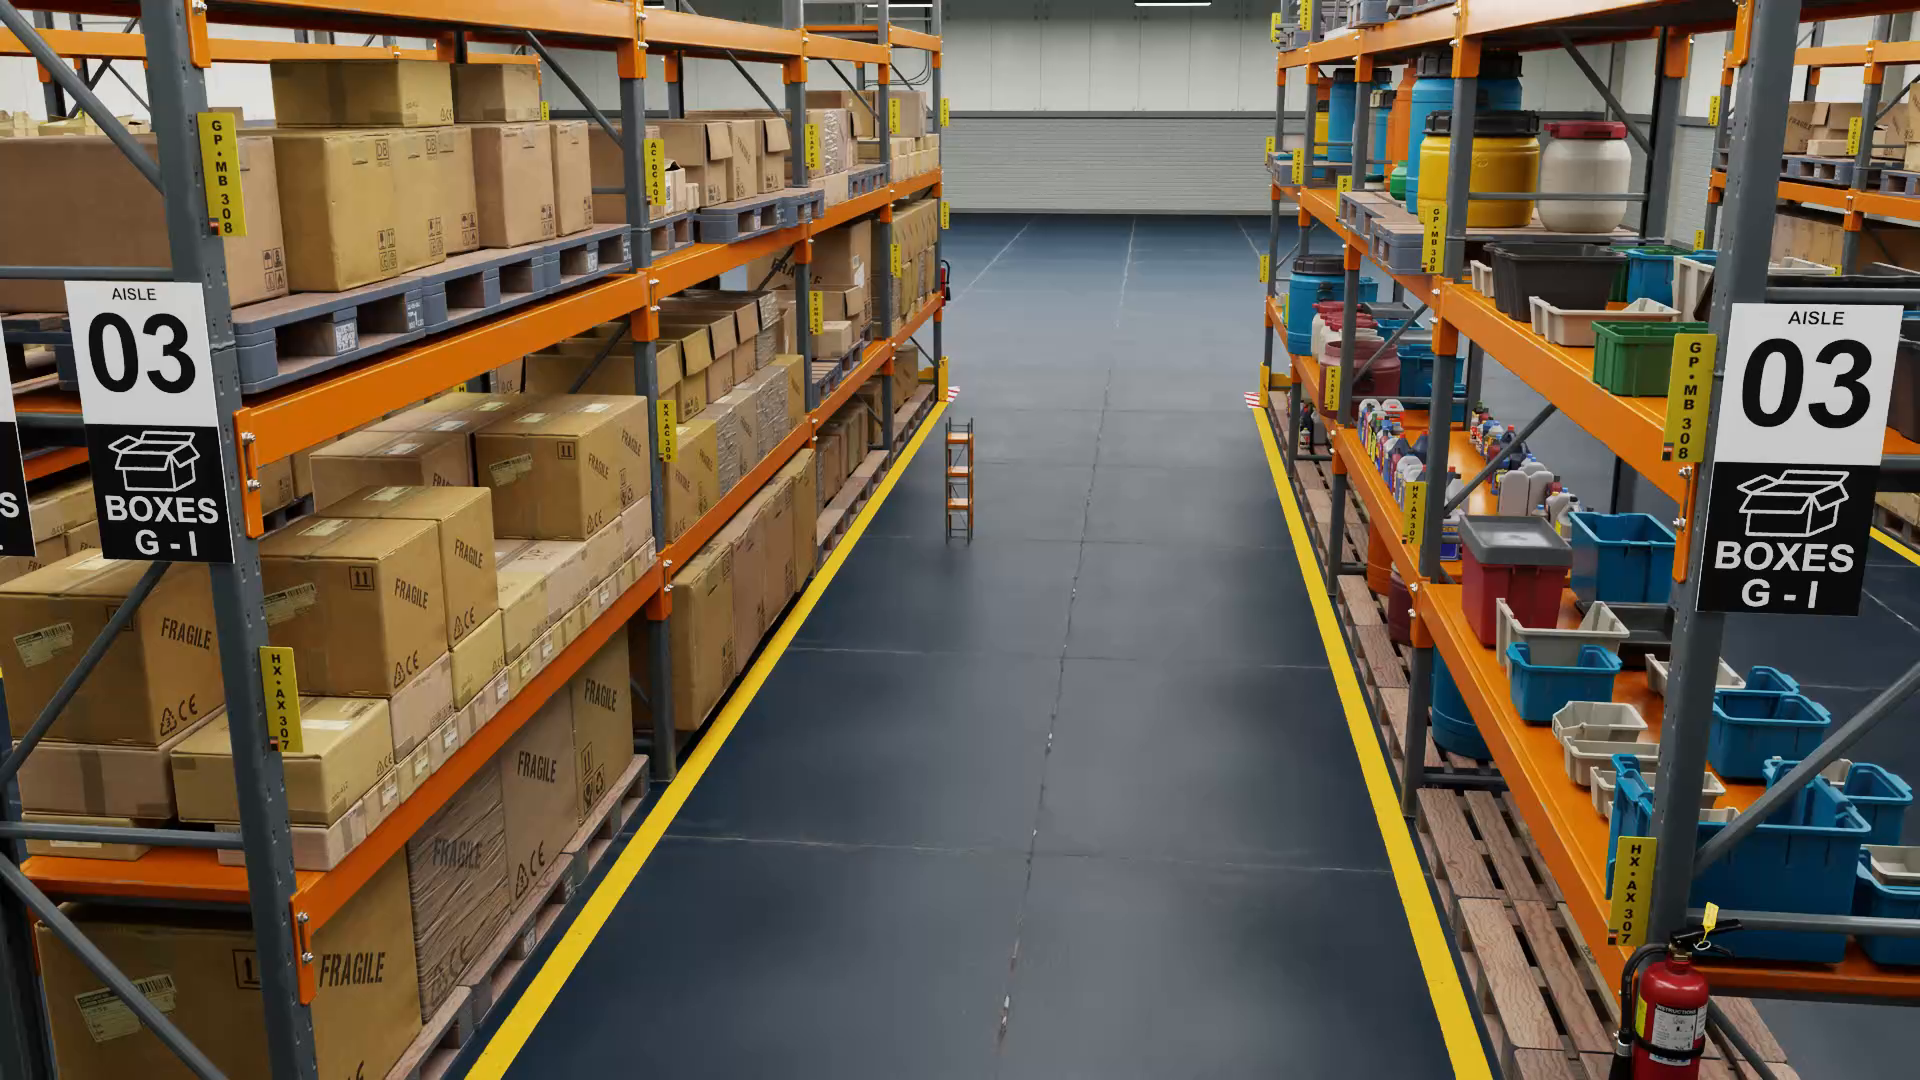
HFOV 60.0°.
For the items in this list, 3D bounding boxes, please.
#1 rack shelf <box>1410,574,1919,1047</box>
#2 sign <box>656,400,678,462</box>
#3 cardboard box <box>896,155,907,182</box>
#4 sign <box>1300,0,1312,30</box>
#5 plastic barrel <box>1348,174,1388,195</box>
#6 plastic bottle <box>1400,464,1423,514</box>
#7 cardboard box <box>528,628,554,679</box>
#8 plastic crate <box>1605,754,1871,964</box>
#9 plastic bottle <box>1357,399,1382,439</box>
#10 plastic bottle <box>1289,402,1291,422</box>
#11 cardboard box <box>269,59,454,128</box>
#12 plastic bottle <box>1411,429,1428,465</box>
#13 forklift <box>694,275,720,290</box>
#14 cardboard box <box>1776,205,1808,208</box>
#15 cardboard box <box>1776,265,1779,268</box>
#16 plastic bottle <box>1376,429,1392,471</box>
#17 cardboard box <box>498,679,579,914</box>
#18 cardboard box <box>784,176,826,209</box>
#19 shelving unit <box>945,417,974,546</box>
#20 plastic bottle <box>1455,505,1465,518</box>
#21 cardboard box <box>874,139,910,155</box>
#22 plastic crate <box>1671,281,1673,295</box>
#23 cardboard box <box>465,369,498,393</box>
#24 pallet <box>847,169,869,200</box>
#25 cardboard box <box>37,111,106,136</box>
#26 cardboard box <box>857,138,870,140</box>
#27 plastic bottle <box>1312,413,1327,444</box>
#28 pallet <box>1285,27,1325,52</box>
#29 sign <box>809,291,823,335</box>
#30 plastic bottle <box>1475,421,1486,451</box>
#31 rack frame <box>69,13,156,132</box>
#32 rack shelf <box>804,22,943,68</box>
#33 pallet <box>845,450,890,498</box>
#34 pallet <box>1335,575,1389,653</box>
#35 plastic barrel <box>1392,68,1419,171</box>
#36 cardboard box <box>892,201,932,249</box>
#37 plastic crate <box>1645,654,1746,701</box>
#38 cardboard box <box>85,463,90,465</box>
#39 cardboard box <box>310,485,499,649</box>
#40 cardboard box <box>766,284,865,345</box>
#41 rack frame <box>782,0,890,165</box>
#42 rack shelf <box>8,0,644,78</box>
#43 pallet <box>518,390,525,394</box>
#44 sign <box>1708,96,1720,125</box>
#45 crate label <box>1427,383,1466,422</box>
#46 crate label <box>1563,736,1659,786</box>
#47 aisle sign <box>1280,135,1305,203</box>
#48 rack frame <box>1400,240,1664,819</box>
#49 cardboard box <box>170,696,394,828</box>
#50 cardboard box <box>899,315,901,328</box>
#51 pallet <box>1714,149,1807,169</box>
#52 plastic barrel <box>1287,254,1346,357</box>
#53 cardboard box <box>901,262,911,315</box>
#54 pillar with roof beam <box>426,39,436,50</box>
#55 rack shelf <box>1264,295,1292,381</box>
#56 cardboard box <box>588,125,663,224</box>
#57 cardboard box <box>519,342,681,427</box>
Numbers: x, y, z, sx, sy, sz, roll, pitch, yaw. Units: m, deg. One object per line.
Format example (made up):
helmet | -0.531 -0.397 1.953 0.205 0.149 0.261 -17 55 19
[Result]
rack shelf | 2.610 0.882 6.533 1.077 0.370 4.000 2 15 6
sign | -1.534 -0.570 8.715 0.100 0.325 0.005 2 15 6
cardboard box | -0.823 -3.827 17.110 0.500 0.250 0.500 2 15 6
sign | 3.193 -4.873 15.345 0.100 0.325 0.005 2 15 6
plastic barrel | 3.198 -2.740 13.066 0.301 0.262 0.301 0 15 0
plastic bottle | 2.672 -0.297 9.750 0.152 0.276 0.135 2 15 6
cardboard box | -1.969 0.479 7.125 0.380 0.149 0.250 2 15 7
plastic crate | 2.236 0.915 4.850 0.616 0.435 0.499 2 15 6
plastic bottle | 2.917 -0.859 11.830 0.152 0.276 0.135 2 15 6
plastic bottle | 3.625 -1.416 18.036 0.097 0.271 0.097 0 15 0
cardboard box | -2.299 -1.726 6.426 0.500 0.250 0.500 1 15 4
plastic bottle | 2.905 -0.525 10.450 0.144 0.351 0.185 2 15 6
forklift | -2.876 -1.901 15.576 1.130 2.935 3.031 3 15 12
cardboard box | 9.039 -3.490 18.645 0.700 0.500 0.500 2 15 6
cardboard box | 8.649 -2.749 17.147 0.380 0.149 0.250 2 15 8
plastic bottle | 2.772 -0.588 10.836 0.097 0.271 0.097 0 15 0
cardboard box | -2.341 1.095 7.632 0.875 0.875 0.875 2 15 6
cardboard box | -1.329 -2.658 12.785 0.500 0.250 0.500 2 15 7
shelving unit | -0.006 -0.493 13.974 0.215 1.050 0.252 2 15 6
plastic bottle | 2.726 -0.096 9.151 0.097 0.201 0.097 0 15 0
cardboard box | -0.725 -4.121 17.431 0.380 0.149 0.250 1 15 5
plastic crate | 3.070 -0.964 6.739 0.293 0.136 0.466 2 15 6
cardboard box | -5.862 -1.949 18.891 0.875 0.875 0.875 2 15 7
pallet | -1.473 -3.136 14.628 1.213 0.211 1.003 2 15 6
cardboard box | -6.382 -2.960 11.956 0.396 0.266 0.258 2 15 6
cardboard box | -1.172 -4.275 18.003 0.380 0.149 0.250 1 15 4
plastic bottle | 3.668 -1.164 16.952 0.144 0.351 0.185 2 15 6
pallet | 3.939 -5.203 17.292 1.003 0.211 1.213 2 15 6
sign | -1.083 -1.711 12.525 0.100 0.325 0.005 2 15 6
plastic bottle | 3.608 -0.719 11.455 0.097 0.201 0.097 0 15 0
rack frame | -10.579 -6.430 20.703 1.000 3.000 0.127 2 15 6
rack shelf | -0.958 -5.271 17.800 1.077 0.370 4.000 2 15 6
pallet | -1.270 -0.657 16.187 1.003 0.211 1.213 2 15 6
pallet | 3.239 0.530 11.797 1.003 0.211 1.213 2 15 6
plastic barrel | 3.220 -2.733 11.147 0.600 0.830 0.708 2 15 6
cardboard box | -0.599 -3.637 19.190 0.500 0.500 0.500 2 15 6
plastic crate | 2.938 0.575 6.681 0.293 0.136 0.466 2 15 6
cardboard box | -6.368 -0.513 12.860 0.500 0.250 0.500 1 15 5
cardboard box | -2.106 0.093 6.351 0.500 0.500 0.500 1 15 5
cardboard box | -1.287 -2.005 14.829 0.797 0.503 0.637 3 15 12
rack frame | -1.183 -5.101 15.787 1.000 3.000 0.127 2 15 6
rack shelf | -2.312 -1.967 6.342 1.077 0.370 4.000 2 15 6
pallet | -5.661 -1.859 20.633 1.003 0.211 1.213 2 15 6
sign | 8.560 -4.876 18.874 0.100 0.325 0.005 2 15 6
crate label | 3.707 -1.039 12.579 0.303 0.233 0.416 2 15 6
crate label | 2.350 0.787 5.895 0.396 0.136 0.243 2 15 6
aisle sign | 3.907 -4.379 19.629 0.394 0.787 0.004 2 15 6
rack frame | 2.835 0.016 8.357 1.000 3.000 0.127 2 15 6
cardboard box | -2.215 0.720 5.472 0.500 0.250 0.500 1 15 5
cardboard box | -0.818 -2.261 17.258 0.380 0.149 0.250 2 15 6
pallet | 9.005 -4.172 18.269 1.003 0.211 1.213 2 15 6
plastic barrel | 3.393 -2.210 15.628 0.600 0.901 0.708 2 15 6
cardboard box | -0.980 -2.640 17.419 0.875 0.500 0.500 2 15 6
pillar with roof beam | -9.499 -12.519 43.222 9.100 9.000 0.400 2 15 6
rack shelf | 3.964 -2.231 18.043 1.077 0.370 4.000 2 15 6
cardboard box | -2.030 -1.980 8.995 0.700 0.500 0.500 2 15 8
cardboard box | -2.022 -0.829 9.366 0.797 0.503 0.637 1 15 5
